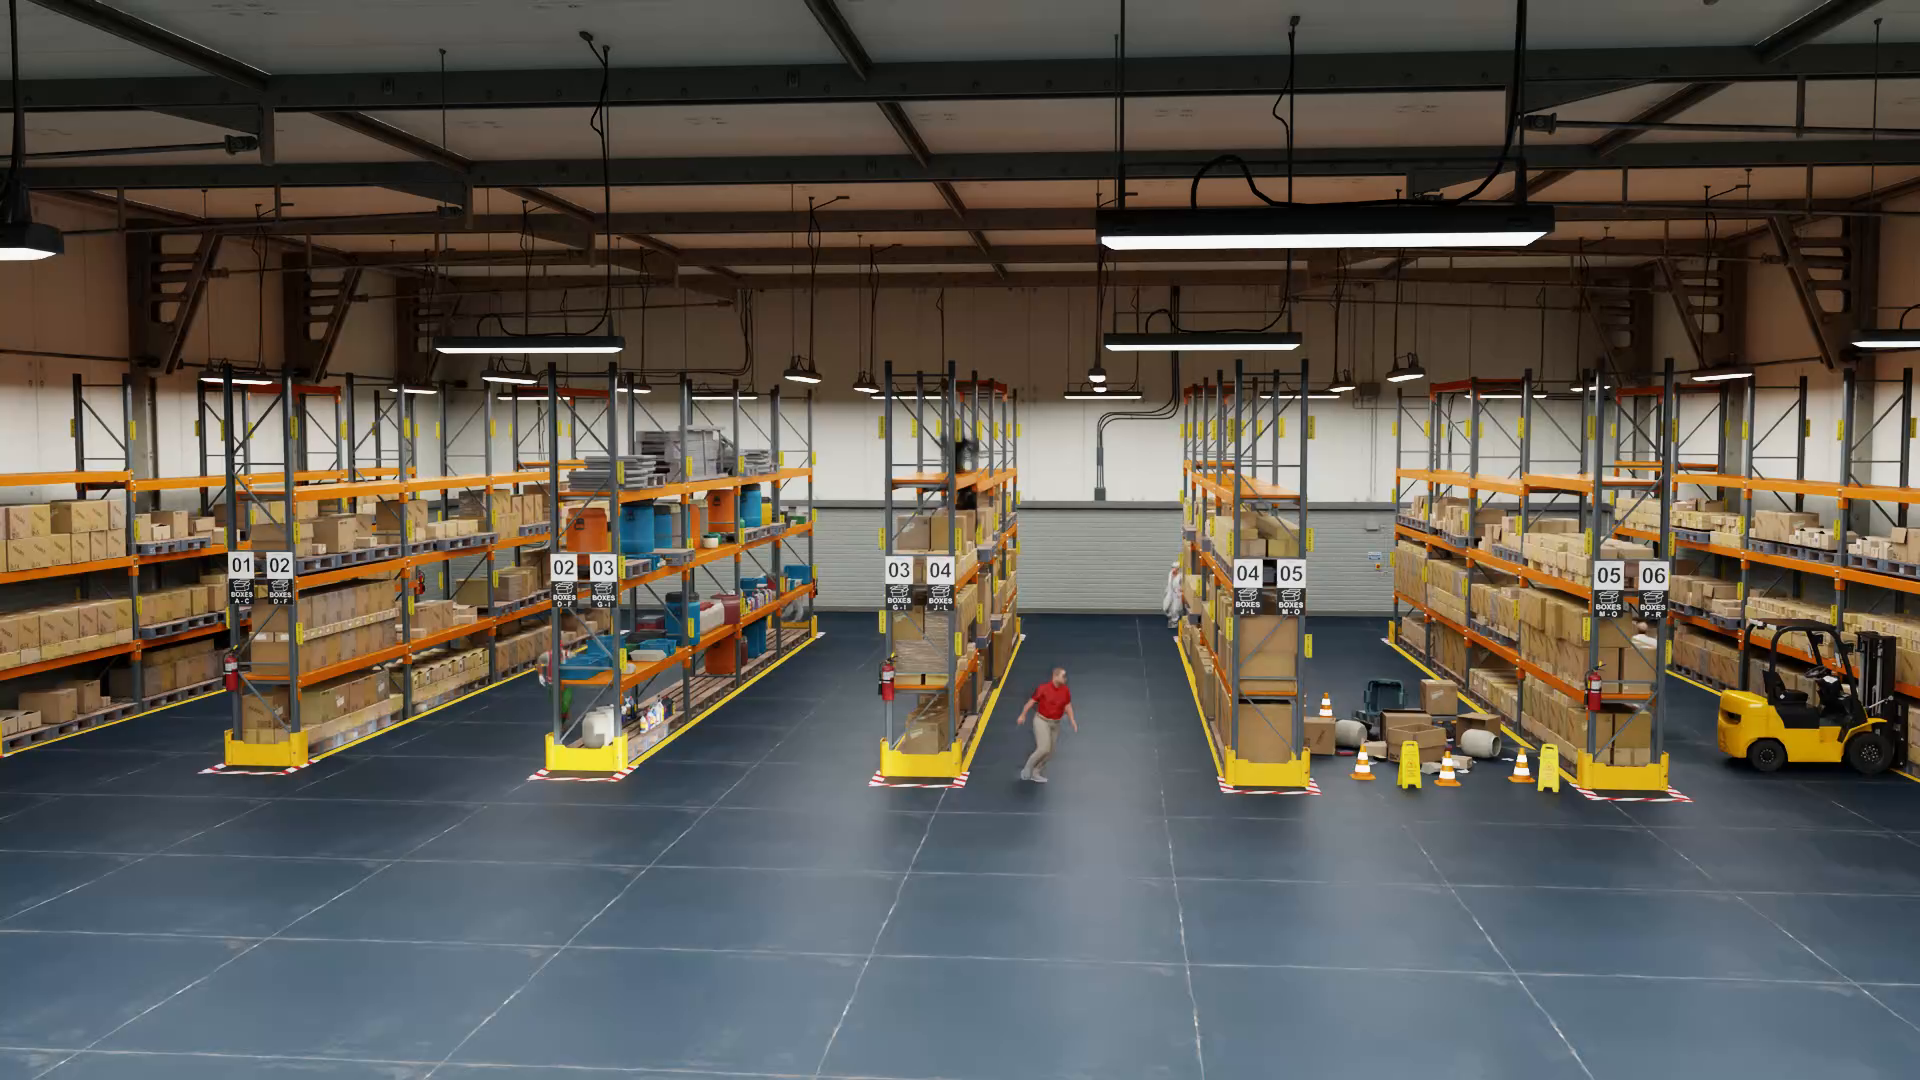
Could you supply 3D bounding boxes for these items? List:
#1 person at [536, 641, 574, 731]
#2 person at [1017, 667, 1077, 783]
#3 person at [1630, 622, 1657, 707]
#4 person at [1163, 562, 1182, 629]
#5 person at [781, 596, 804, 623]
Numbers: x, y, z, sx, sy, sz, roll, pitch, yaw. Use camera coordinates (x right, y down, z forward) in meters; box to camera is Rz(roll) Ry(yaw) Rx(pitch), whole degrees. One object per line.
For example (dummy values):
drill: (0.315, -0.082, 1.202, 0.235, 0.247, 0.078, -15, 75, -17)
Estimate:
person: (-6.701, 2.400, 27.689, 0.680, 1.583, 0.952, 0, 4, -6)
person: (1.256, 2.625, 23.591, 0.695, 1.674, 0.716, -3, 5, -36)
person: (11.651, 2.269, 28.479, 0.762, 1.728, 0.630, 0, 4, -1)
person: (5.402, 1.408, 41.815, 0.690, 1.716, 0.728, 3, 5, 38)
person: (-4.249, 1.459, 41.806, 0.787, 1.602, 0.657, 2, 4, 31)
